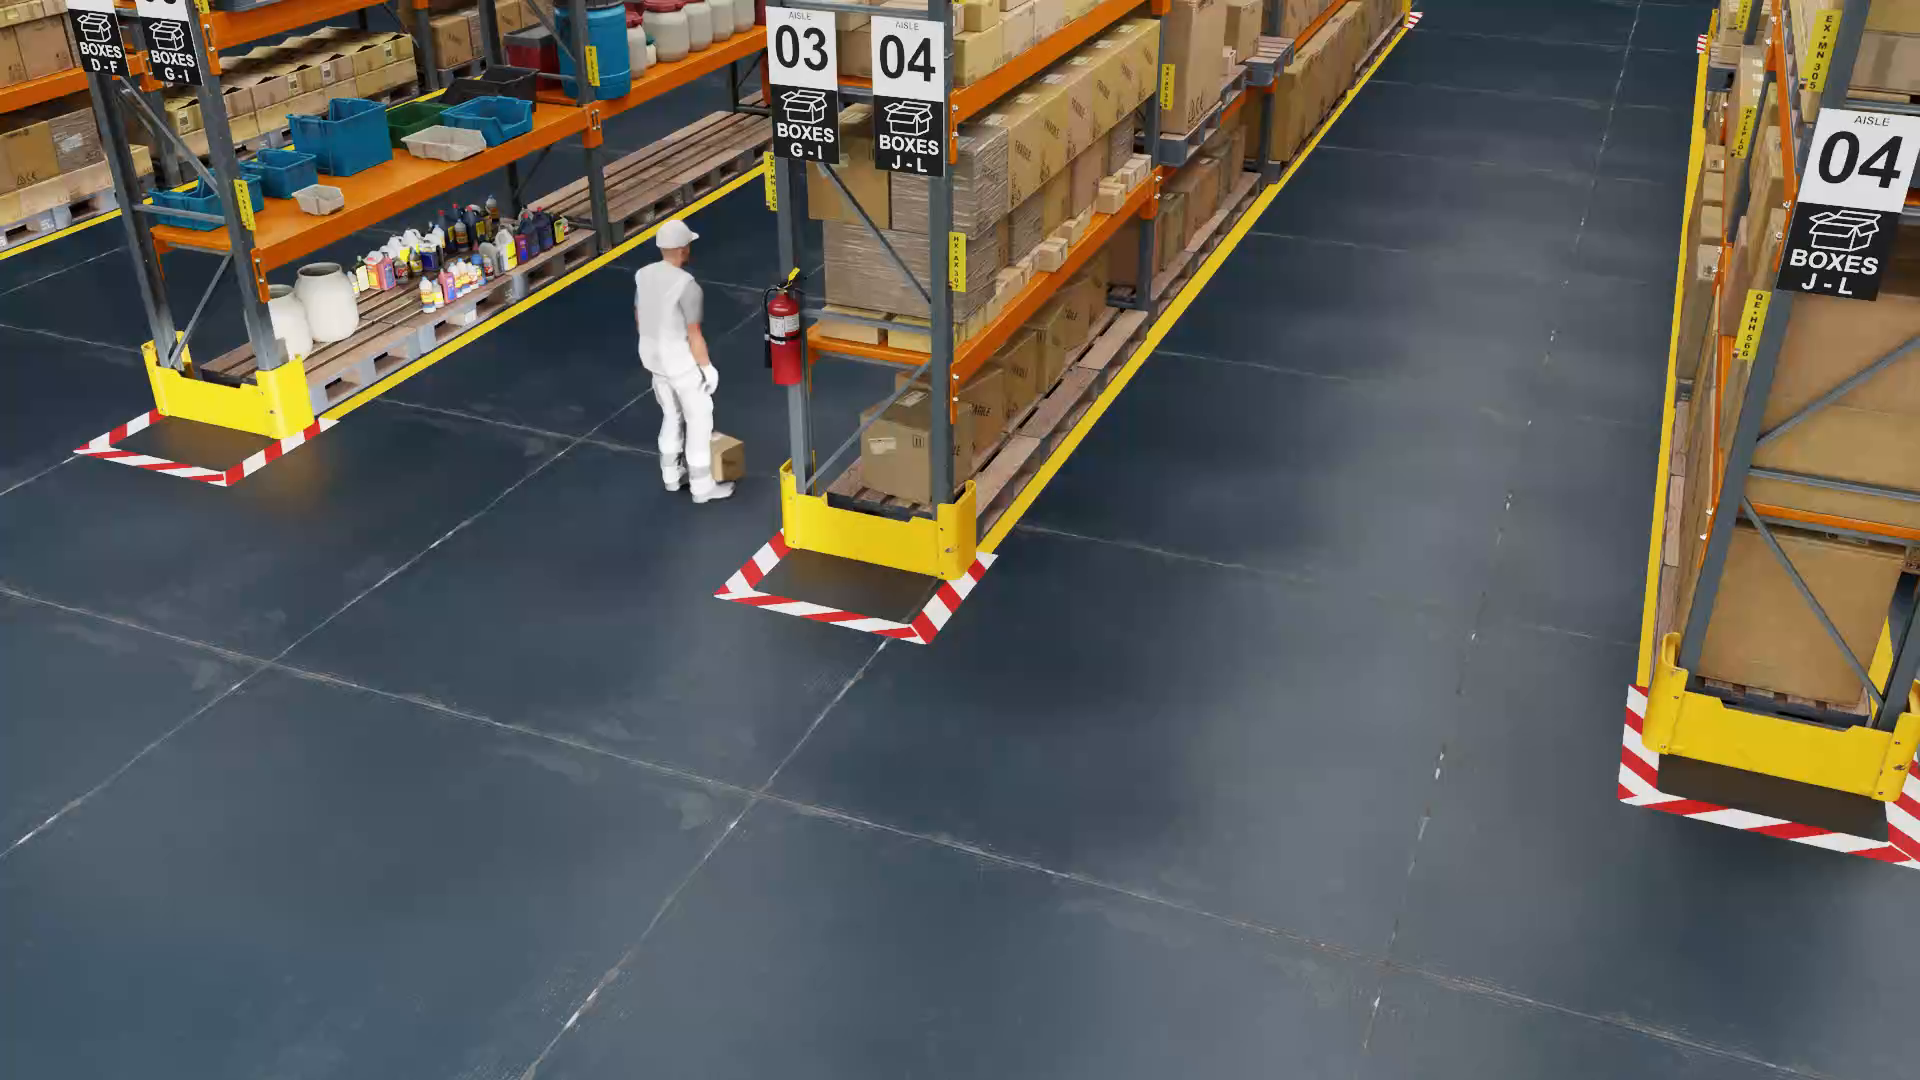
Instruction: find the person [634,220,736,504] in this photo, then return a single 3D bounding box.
[{"bbox_3d":[-1.743,-1.108,10.357,0.606,1.777,0.454,23,37,35],"label":"person"}]
